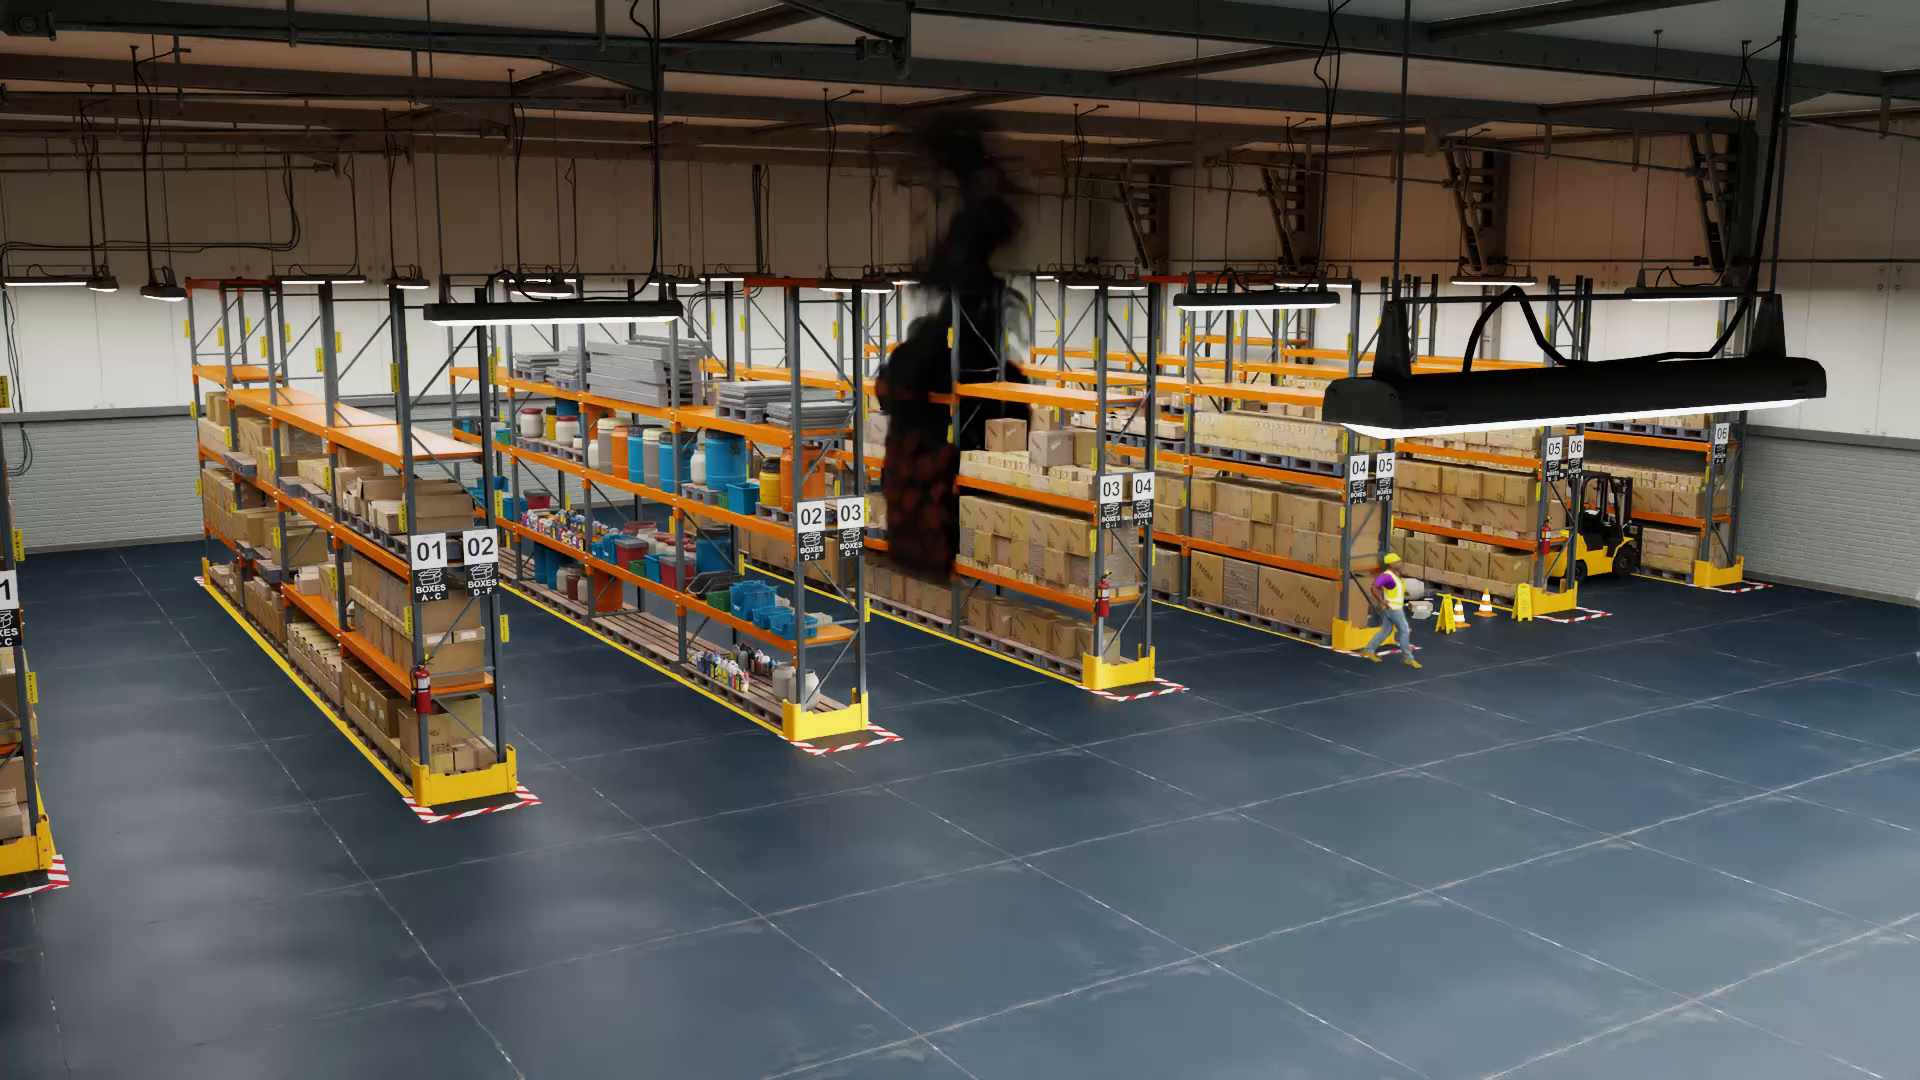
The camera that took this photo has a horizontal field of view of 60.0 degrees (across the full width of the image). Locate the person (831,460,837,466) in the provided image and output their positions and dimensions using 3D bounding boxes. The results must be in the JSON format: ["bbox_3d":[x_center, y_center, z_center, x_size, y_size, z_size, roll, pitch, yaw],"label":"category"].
[{"bbox_3d":[-3.102,-1.088,39.620,0.680,1.650,0.649,-3,10,-16],"label":"person"}]

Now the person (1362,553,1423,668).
[{"bbox_3d":[6.824,1.090,26.097,0.938,1.769,0.768,2,10,14],"label":"person"}]
